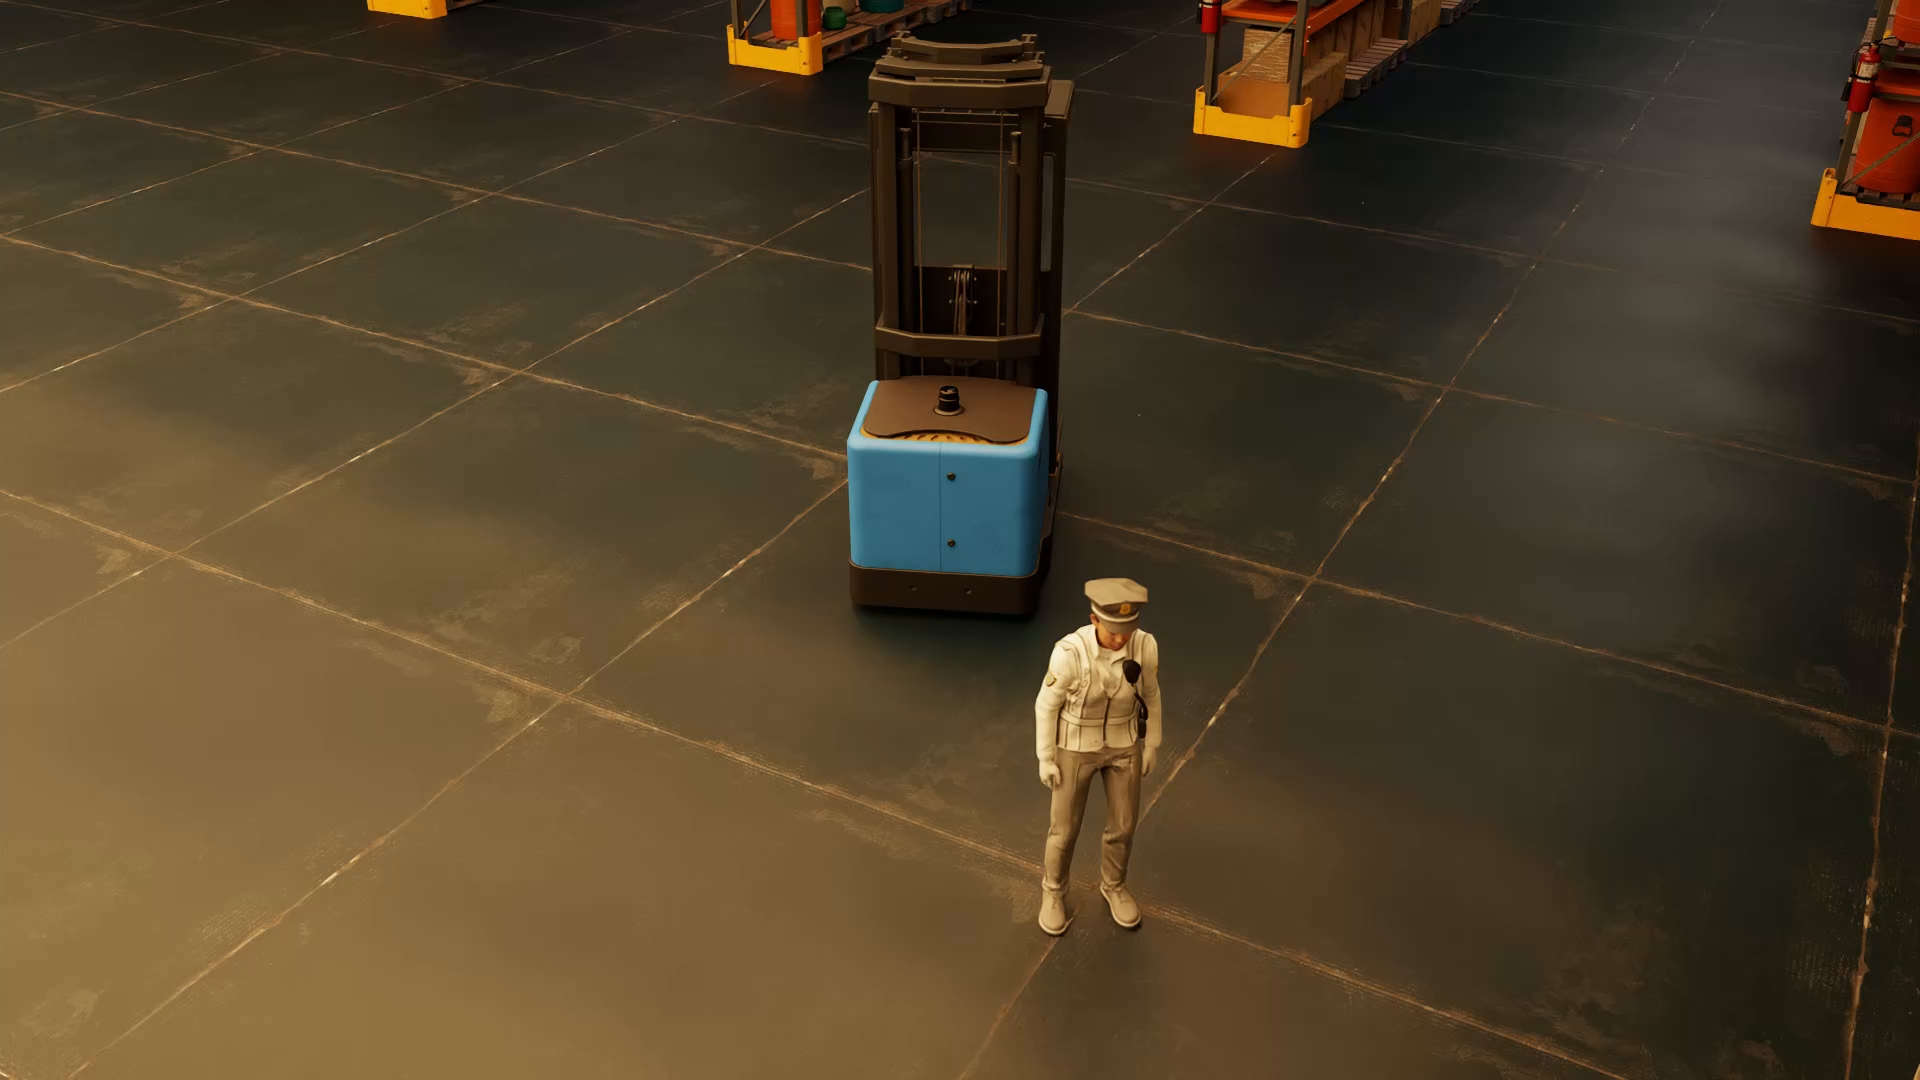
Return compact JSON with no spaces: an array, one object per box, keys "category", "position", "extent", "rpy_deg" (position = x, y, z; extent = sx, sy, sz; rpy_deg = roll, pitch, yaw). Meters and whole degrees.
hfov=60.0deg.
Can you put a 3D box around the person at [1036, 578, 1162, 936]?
[{"category":"person","position":[0.573,0.872,6.833],"extent":[0.530,1.664,0.372],"rpy_deg":[-5,30,-9]}]

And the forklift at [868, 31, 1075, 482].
[{"category":"forklift","position":[0.076,-1.571,9.793],"extent":[1.121,2.935,3.031],"rpy_deg":[3,30,6]}]
